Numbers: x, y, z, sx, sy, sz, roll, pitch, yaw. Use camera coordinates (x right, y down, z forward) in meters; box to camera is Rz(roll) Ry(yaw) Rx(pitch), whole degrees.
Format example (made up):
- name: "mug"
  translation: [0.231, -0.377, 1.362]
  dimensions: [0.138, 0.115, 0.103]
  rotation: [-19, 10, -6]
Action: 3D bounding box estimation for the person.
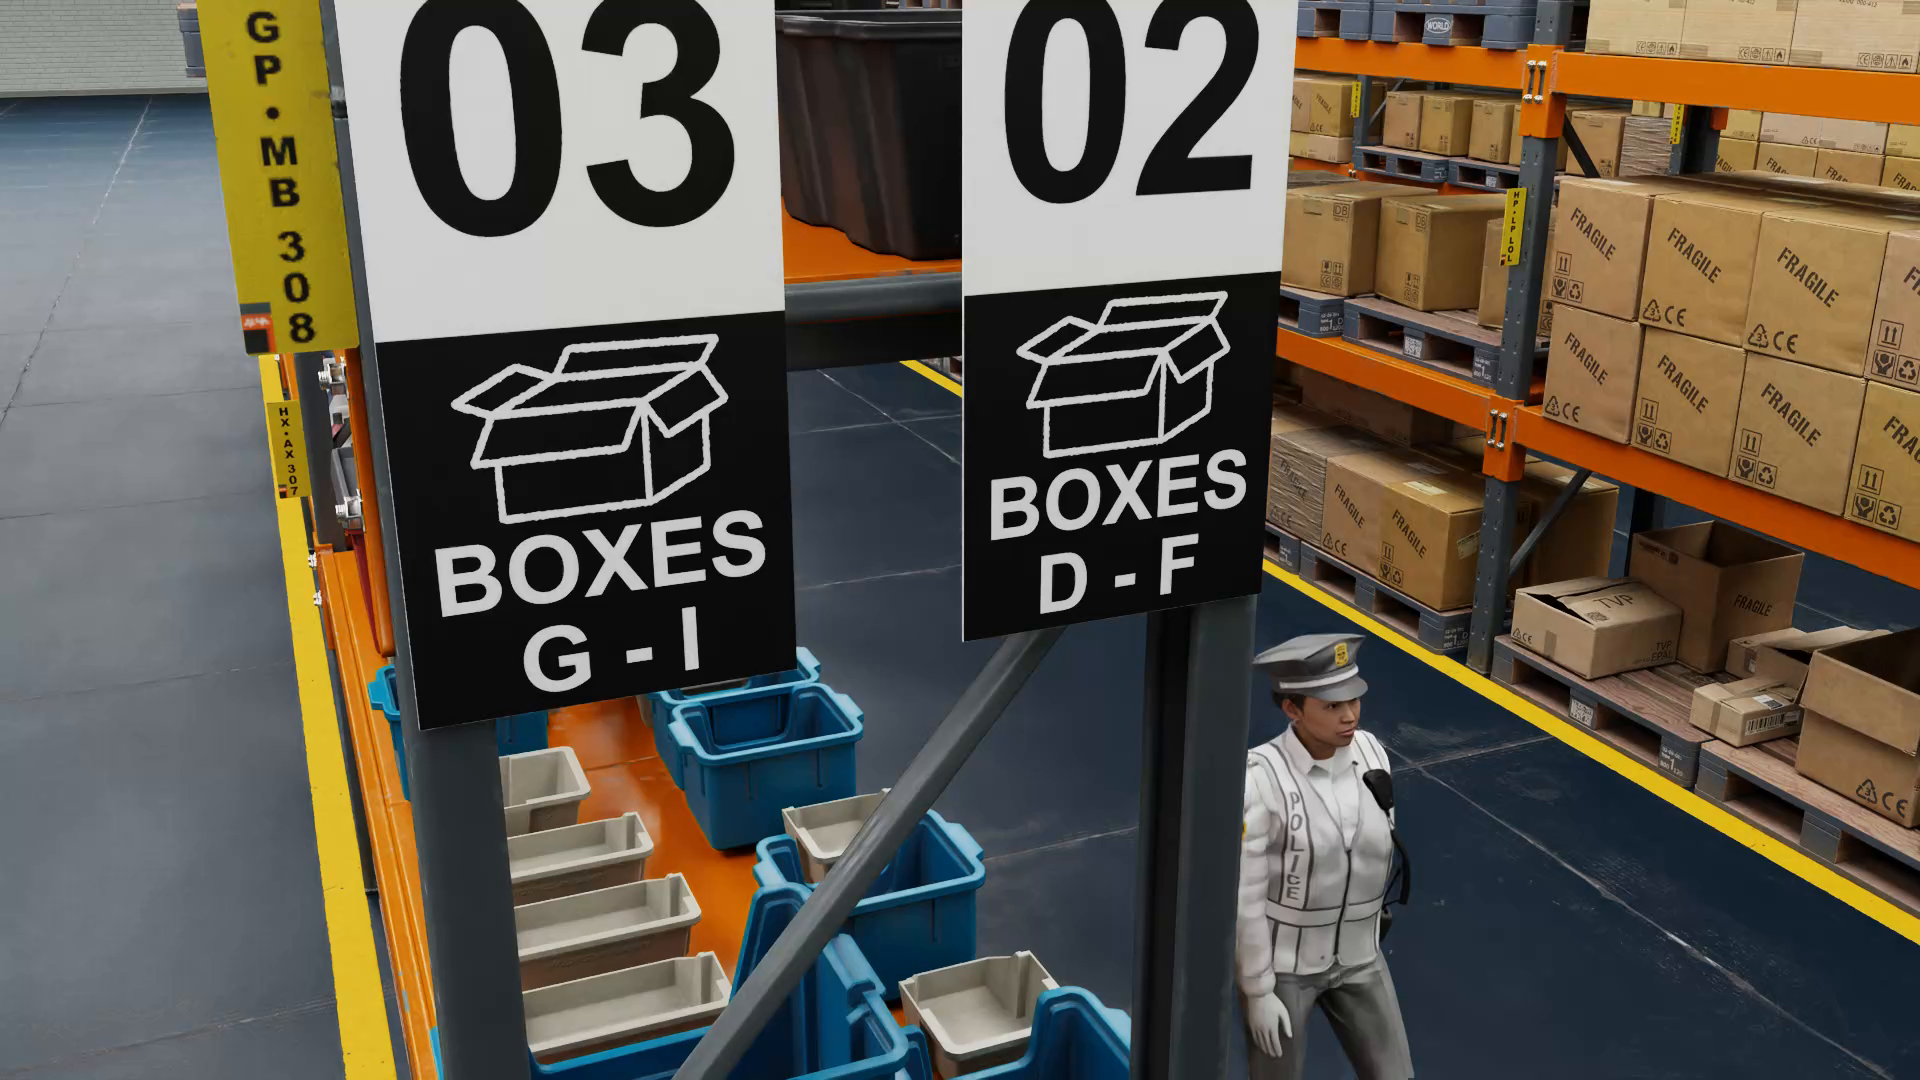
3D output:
- name: "person"
  translation: [0.854, 1.026, 3.991]
  dimensions: [0.482, 1.706, 0.438]
  rotation: [-6, 20, -17]
